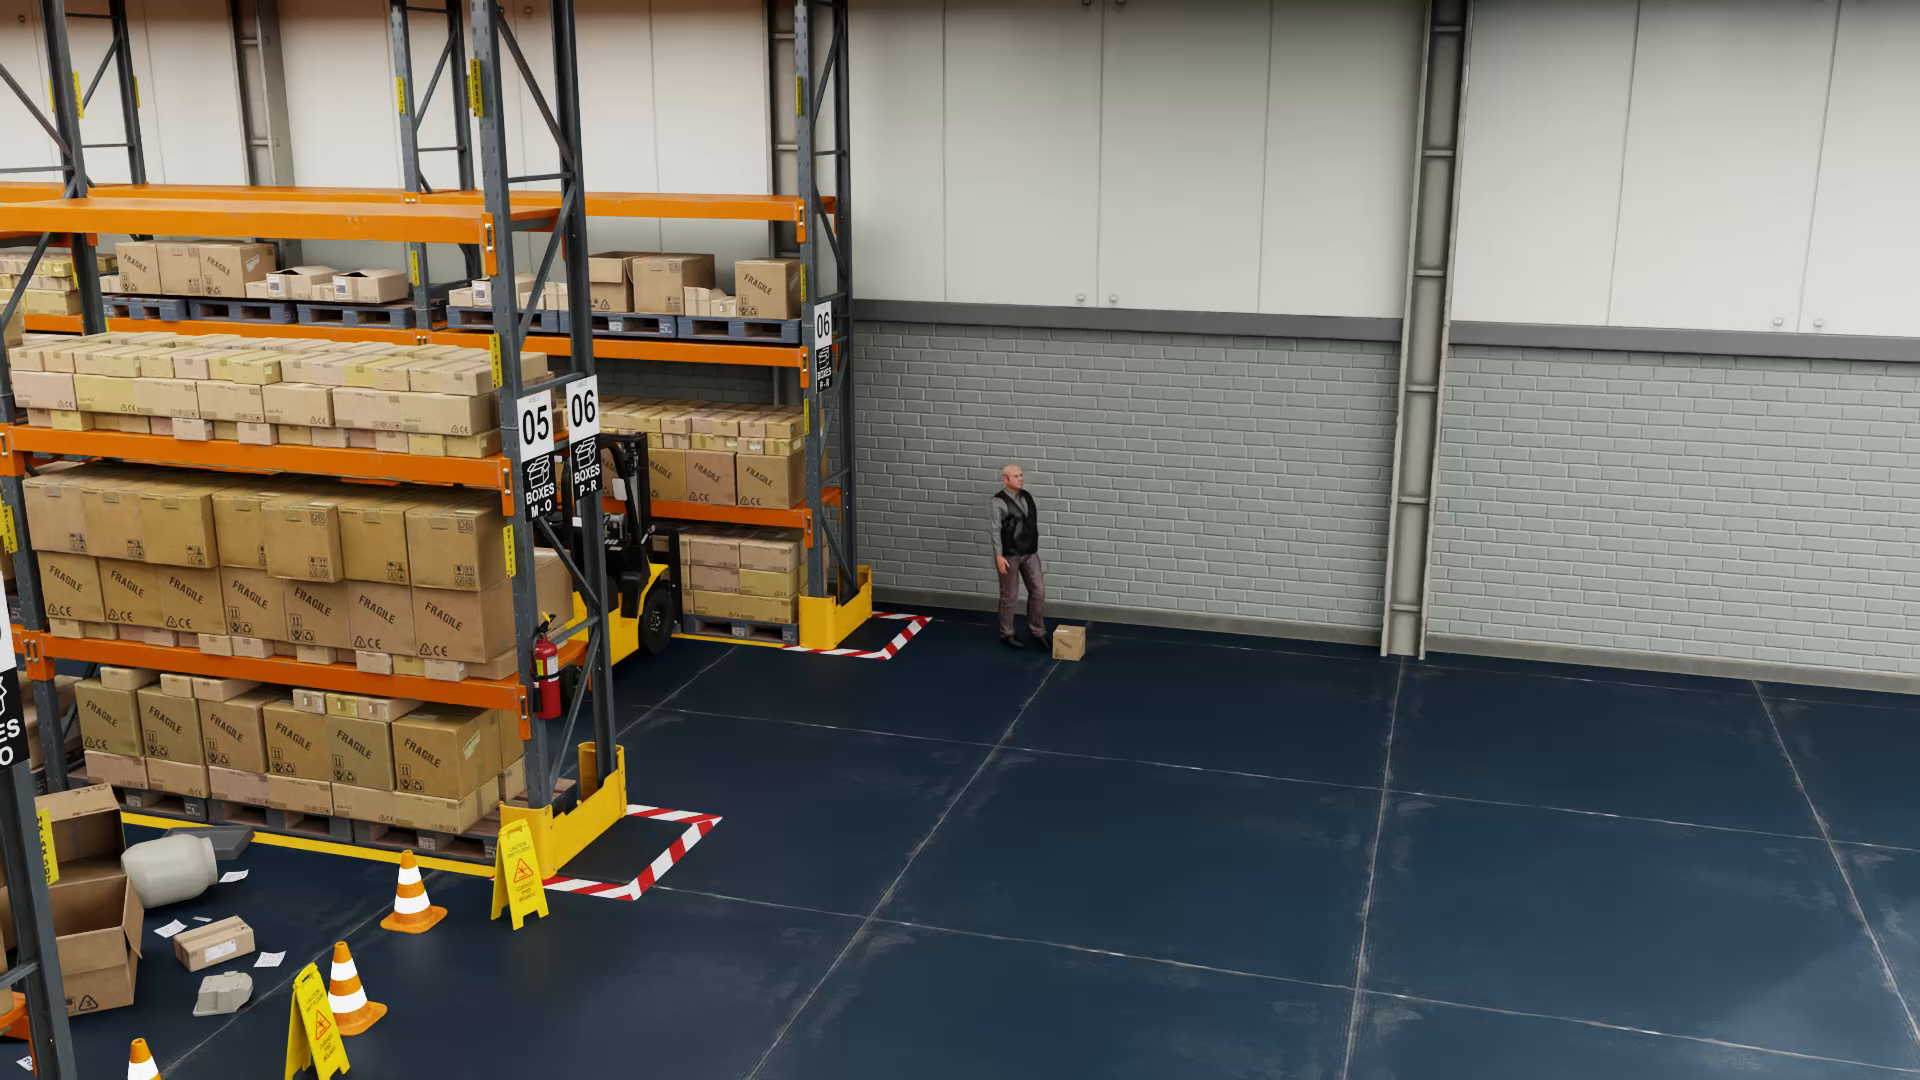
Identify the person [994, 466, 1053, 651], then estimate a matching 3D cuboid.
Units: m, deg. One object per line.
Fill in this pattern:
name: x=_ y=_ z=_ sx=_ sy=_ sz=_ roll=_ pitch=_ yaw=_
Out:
person: x=0.620 y=0.184 z=15.349 sx=0.556 sy=1.717 sz=0.649 roll=-13 pitch=20 yaw=-40
